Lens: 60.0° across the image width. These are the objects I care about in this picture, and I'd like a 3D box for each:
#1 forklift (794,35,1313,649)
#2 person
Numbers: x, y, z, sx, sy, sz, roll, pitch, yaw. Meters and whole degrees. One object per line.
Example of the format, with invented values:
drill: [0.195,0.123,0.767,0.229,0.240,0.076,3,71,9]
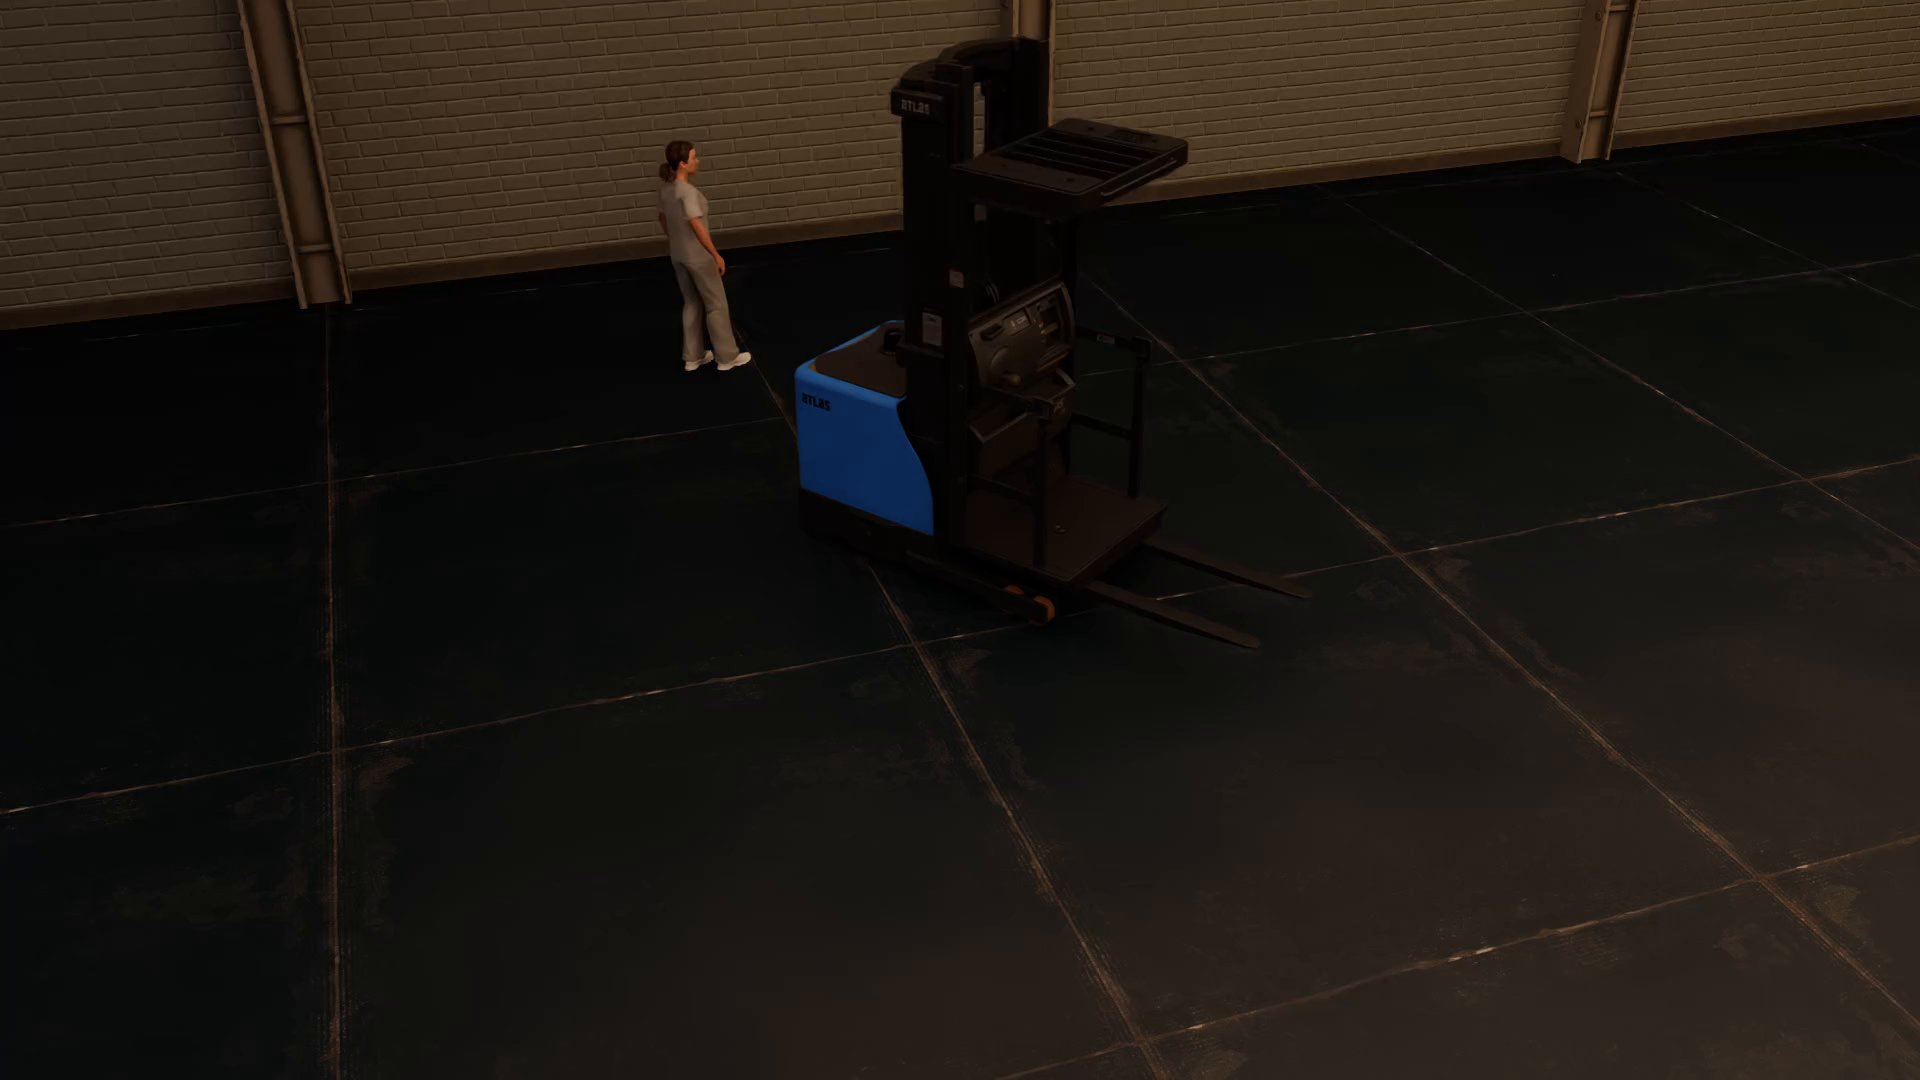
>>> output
forklift: [0.510,-1.095,8.990,3.031,2.935,1.130,20,35,31]
person: [-1.842,-2.031,11.882,0.606,1.671,0.507,26,39,37]
